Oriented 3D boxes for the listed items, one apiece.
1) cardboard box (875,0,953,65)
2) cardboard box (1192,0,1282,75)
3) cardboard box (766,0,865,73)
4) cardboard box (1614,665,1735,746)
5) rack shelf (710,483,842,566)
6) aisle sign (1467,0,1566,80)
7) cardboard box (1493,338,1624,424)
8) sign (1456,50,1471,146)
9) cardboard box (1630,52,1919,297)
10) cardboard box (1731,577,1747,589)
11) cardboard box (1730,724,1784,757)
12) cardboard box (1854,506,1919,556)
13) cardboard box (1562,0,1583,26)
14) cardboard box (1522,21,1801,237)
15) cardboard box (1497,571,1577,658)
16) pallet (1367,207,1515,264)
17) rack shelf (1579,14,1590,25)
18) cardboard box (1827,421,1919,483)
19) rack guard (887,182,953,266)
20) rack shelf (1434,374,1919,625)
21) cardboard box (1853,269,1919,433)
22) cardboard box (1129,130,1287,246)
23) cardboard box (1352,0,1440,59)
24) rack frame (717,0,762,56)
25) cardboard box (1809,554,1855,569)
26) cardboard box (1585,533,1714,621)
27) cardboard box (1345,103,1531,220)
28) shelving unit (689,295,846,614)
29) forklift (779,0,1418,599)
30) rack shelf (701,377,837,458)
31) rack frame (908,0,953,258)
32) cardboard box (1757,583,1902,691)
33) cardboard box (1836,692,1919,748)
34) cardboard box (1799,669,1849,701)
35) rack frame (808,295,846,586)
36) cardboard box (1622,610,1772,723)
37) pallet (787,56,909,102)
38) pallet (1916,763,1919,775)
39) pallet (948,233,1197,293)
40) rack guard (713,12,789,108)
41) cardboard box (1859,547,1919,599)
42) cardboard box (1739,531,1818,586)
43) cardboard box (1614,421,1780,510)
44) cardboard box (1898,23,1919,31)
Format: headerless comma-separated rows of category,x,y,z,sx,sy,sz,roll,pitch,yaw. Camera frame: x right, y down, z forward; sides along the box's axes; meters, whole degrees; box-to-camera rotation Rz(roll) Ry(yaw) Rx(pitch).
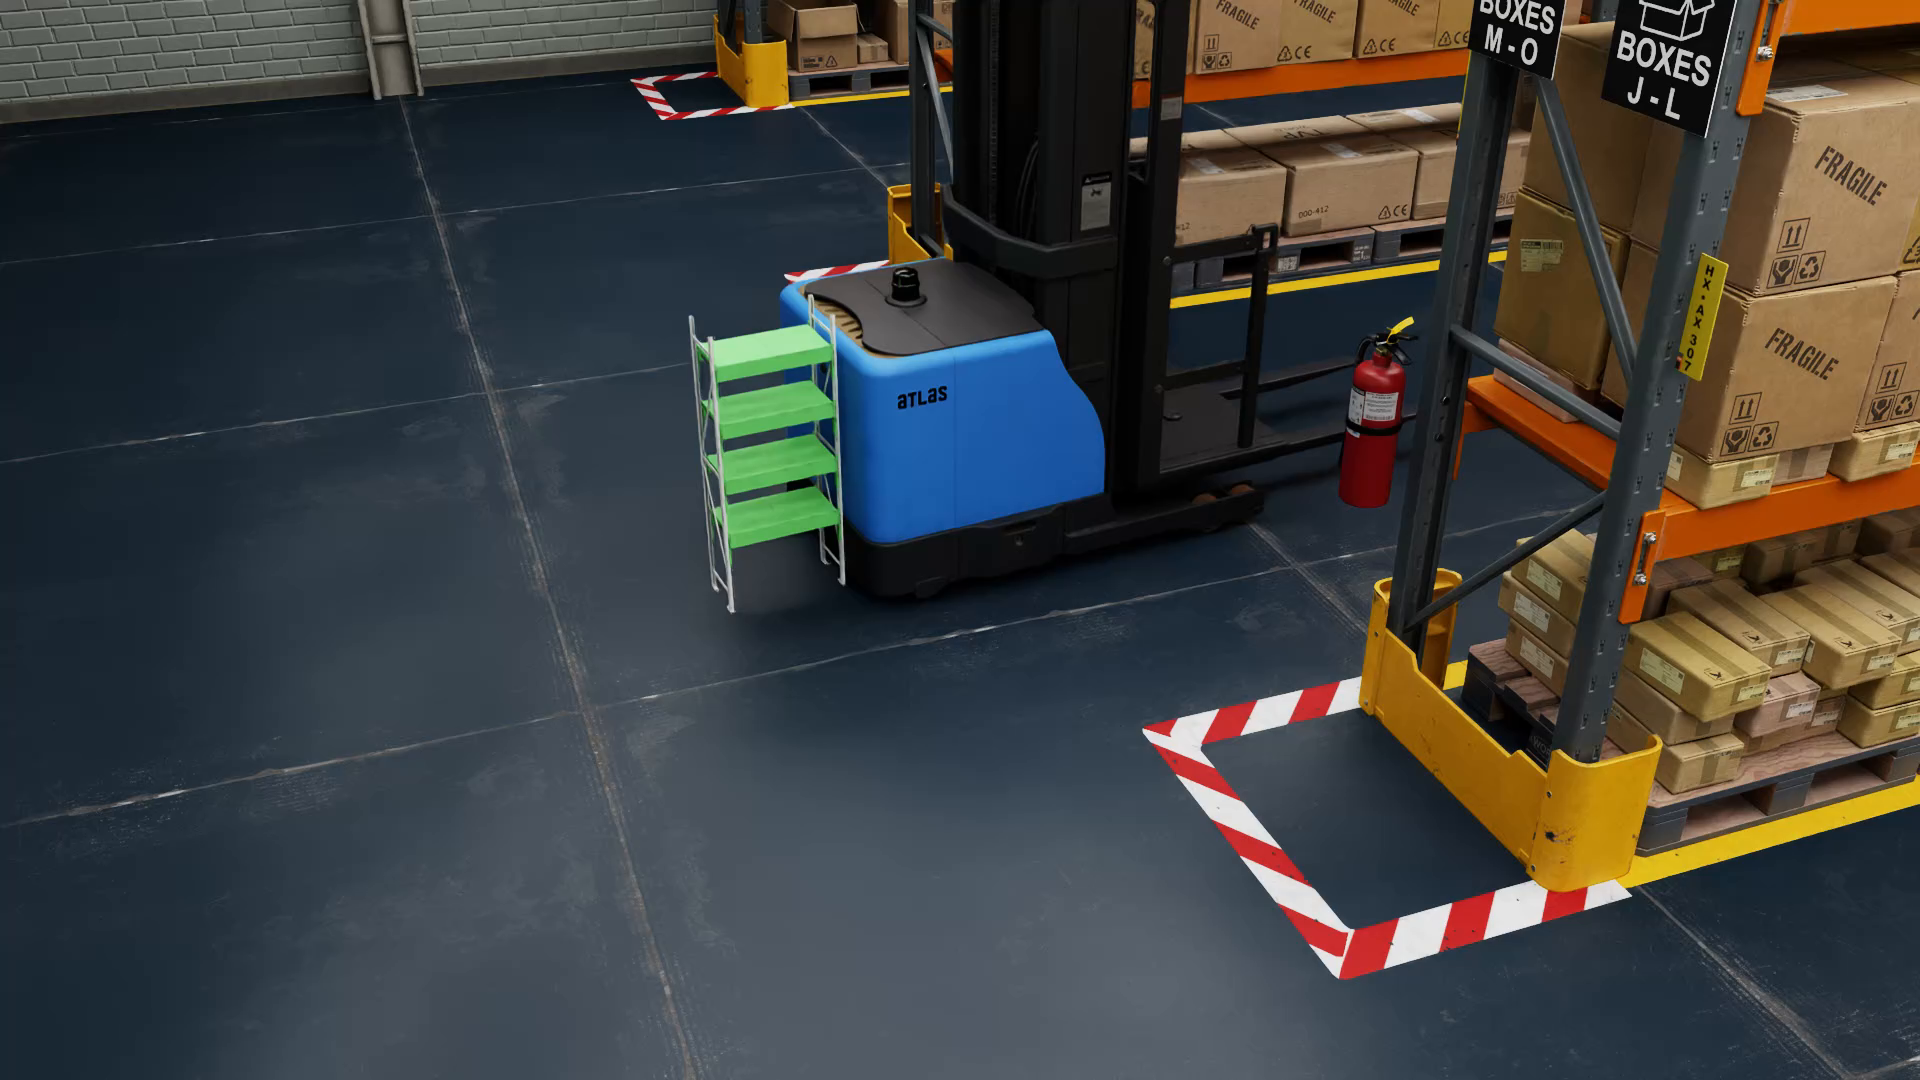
cardboard box,-0.377,-4.330,13.920,0.500,0.500,0.700,-9,31,-16
cardboard box,1.433,-2.913,9.231,0.500,0.500,0.500,-11,31,-18
cardboard box,-1.192,-4.201,13.692,0.637,0.503,0.797,-12,32,-20
cardboard box,2.337,0.495,5.506,0.250,0.149,0.380,-9,31,-16
rack shelf,-0.754,-0.068,6.771,0.480,0.148,0.258,-14,32,-23
aisle sign,1.584,-1.717,4.607,0.004,0.787,0.394,-10,31,-18
cardboard box,1.964,-0.539,5.420,0.250,0.149,0.380,-10,31,-18
sign,1.582,-1.362,5.122,0.005,0.325,0.100,-10,31,-18
cardboard box,2.270,-1.022,4.602,0.500,0.500,0.500,-11,31,-18
cardboard box,2.638,0.152,6.108,0.250,0.149,0.380,-12,32,-20
cardboard box,2.576,0.570,5.674,0.250,0.149,0.380,-11,31,-18
cardboard box,3.401,-0.074,6.204,0.250,0.149,0.380,-11,32,-19
cardboard box,3.339,-3.275,9.867,0.500,0.500,0.500,-10,31,-17
cardboard box,2.099,-1.262,5.024,0.500,0.500,0.500,-11,31,-19
cardboard box,2.152,0.243,5.949,0.250,0.149,0.380,-11,32,-19
pallet,2.945,-2.124,10.764,1.213,0.211,1.003,-10,31,-18
rack shelf,5.559,-3.463,11.025,4.000,0.370,1.077,-10,31,-18
cardboard box,2.670,-0.340,5.071,0.250,0.149,0.380,-11,32,-19
rack guard,-0.087,-1.650,9.640,0.348,0.500,1.175,-10,31,-18
rack shelf,3.631,-0.493,5.812,4.000,0.370,1.077,-10,31,-18
cardboard box,2.767,-0.687,5.024,0.500,0.500,0.500,-10,31,-18
cardboard box,1.375,-2.131,10.125,0.875,0.438,0.875,-10,31,-16
cardboard box,2.393,-3.090,9.543,0.500,0.500,0.500,-11,31,-18
rack frame,-1.798,-5.042,13.070,0.127,3.000,1.000,-10,31,-18
cardboard box,3.119,0.057,6.275,0.250,0.149,0.380,-10,31,-17
cardboard box,2.420,0.111,5.879,0.250,0.149,0.380,-10,31,-17
cardboard box,3.059,-2.441,10.668,0.875,0.438,0.875,-11,31,-18
shelving unit,-0.754,-0.332,6.621,0.503,1.200,0.258,-14,32,-23
forklift,0.782,-1.527,6.970,3.031,2.935,1.130,-14,32,-23
rack shelf,-0.754,-0.485,6.533,0.480,0.148,0.258,-14,32,-23
rack frame,-0.064,-2.740,9.029,0.127,3.000,1.000,-10,31,-18
cardboard box,2.864,0.317,5.518,0.250,0.149,0.380,-11,31,-18
cardboard box,3.084,0.531,5.743,0.250,0.149,0.380,-10,31,-17
cardboard box,2.812,0.391,5.689,0.250,0.149,0.380,-10,31,-17
rack frame,-0.535,-0.386,6.715,0.015,1.200,0.240,-14,32,-23
cardboard box,2.366,0.404,5.365,0.250,0.149,0.380,-12,32,-20
pallet,-0.980,-3.982,14.026,1.213,0.211,1.003,-10,31,-18
pallet,3.743,0.405,6.325,1.213,0.211,1.003,-10,31,-18
pallet,0.658,-1.702,10.025,1.213,0.211,1.003,-10,31,-18
rack guard,-1.727,-3.969,13.712,0.348,0.500,1.175,-10,31,-18
cardboard box,3.330,0.192,5.737,0.250,0.149,0.380,-9,31,-16
cardboard box,2.883,-0.008,6.088,0.250,0.149,0.380,-12,32,-20
cardboard box,2.175,-0.255,4.922,0.250,0.149,0.380,-11,31,-18
cardboard box,3.058,-1.444,5.342,0.500,0.500,0.500,-9,31,-15
